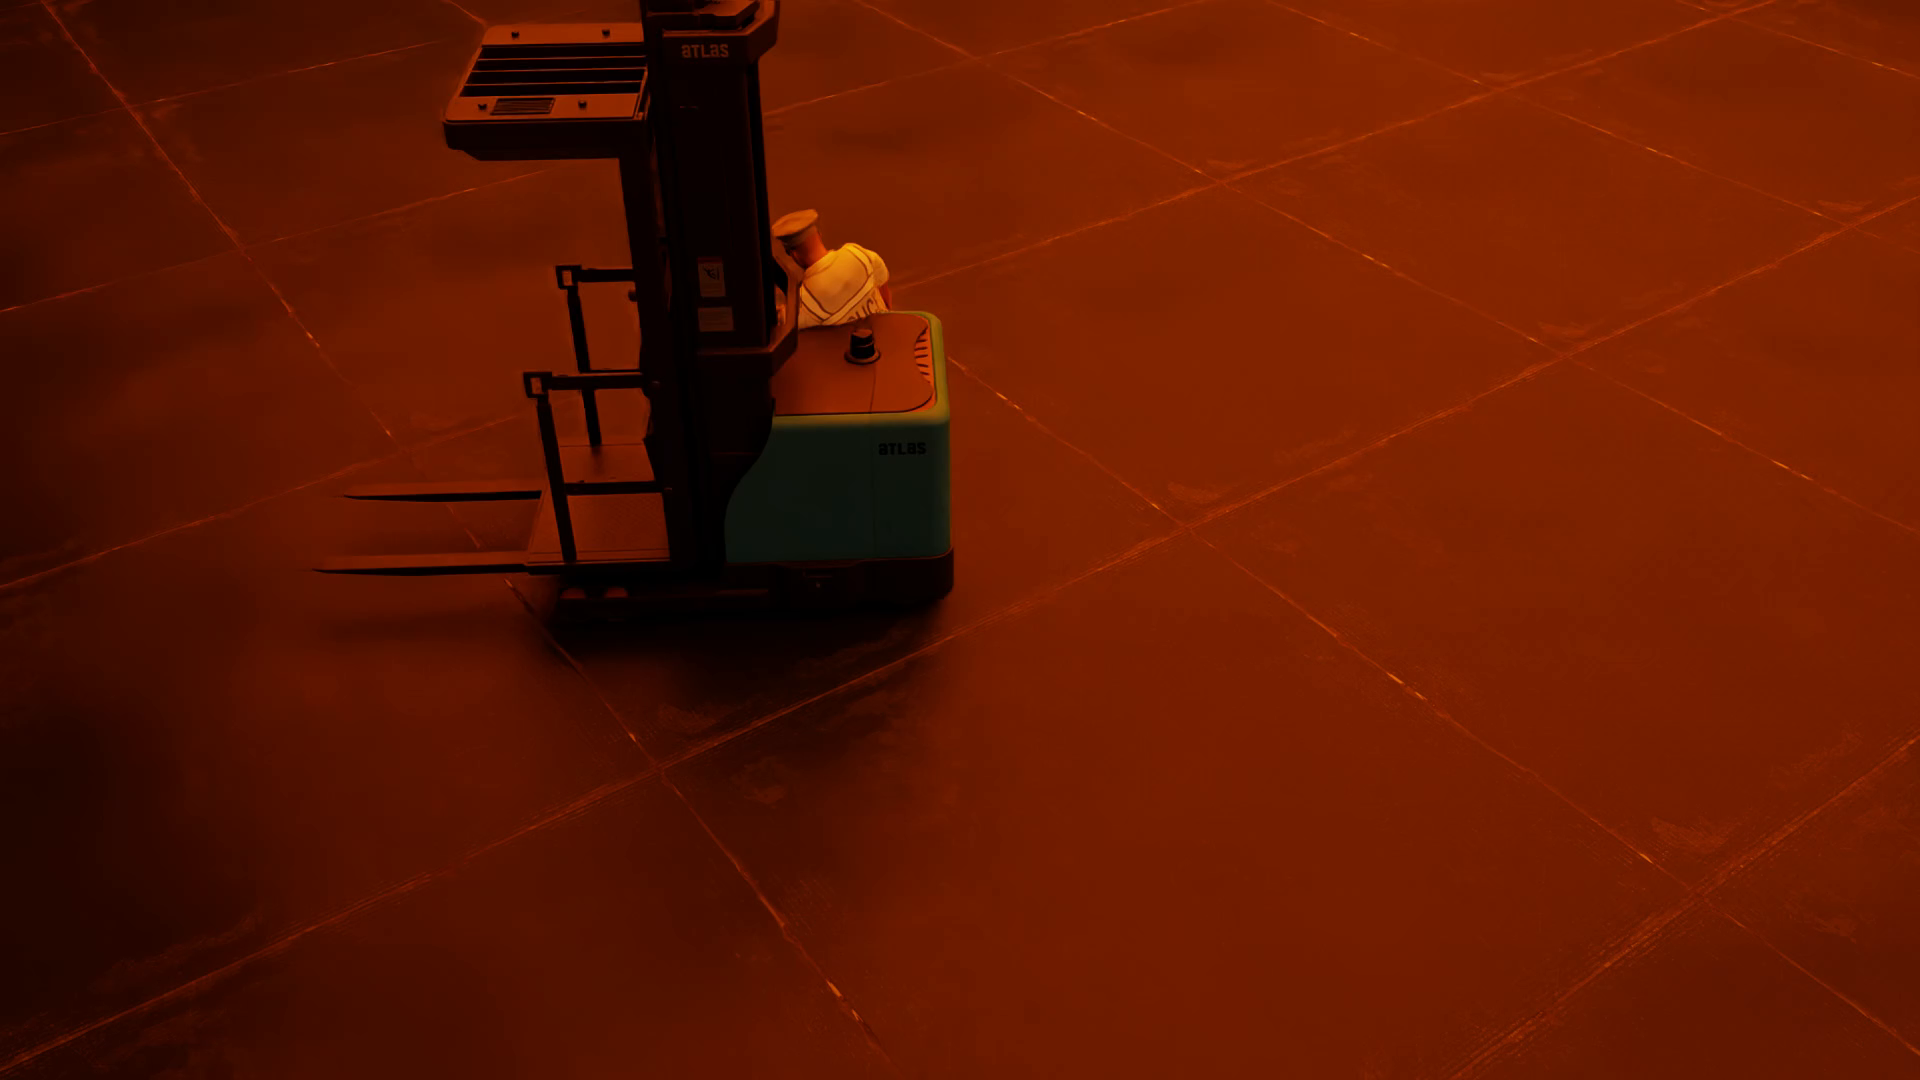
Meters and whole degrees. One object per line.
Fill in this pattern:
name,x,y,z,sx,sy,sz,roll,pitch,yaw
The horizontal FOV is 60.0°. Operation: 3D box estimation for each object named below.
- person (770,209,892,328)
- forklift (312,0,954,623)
person,-0.834,-0.990,8.380,1.046,1.530,0.989,29,45,33
forklift,-1.566,-1.108,7.444,3.031,2.935,1.130,-2,37,-3
